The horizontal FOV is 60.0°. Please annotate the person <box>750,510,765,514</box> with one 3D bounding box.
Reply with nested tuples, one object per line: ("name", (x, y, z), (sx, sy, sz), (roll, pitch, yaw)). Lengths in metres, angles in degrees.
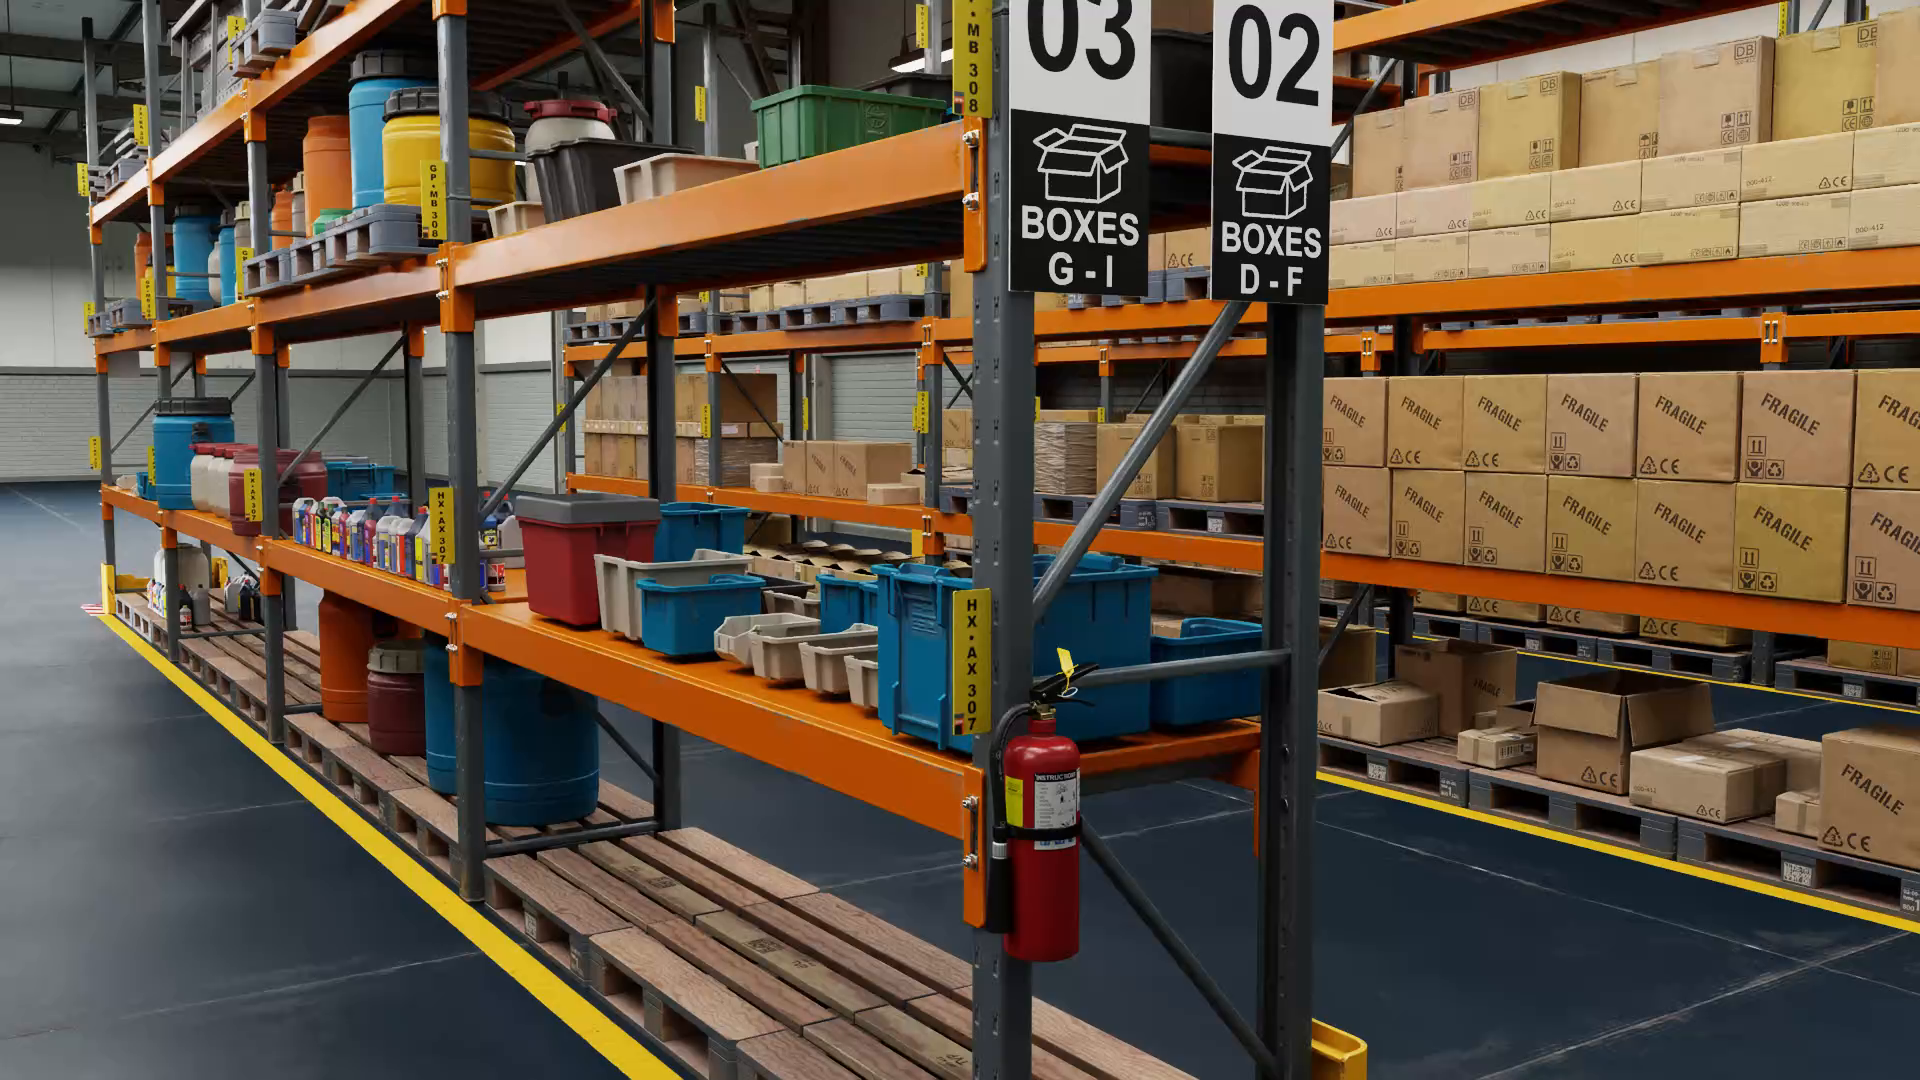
("person", (-2.657, -0.388, 20.711), (0.444, 1.607, 0.959), (-4, 6, -41))
